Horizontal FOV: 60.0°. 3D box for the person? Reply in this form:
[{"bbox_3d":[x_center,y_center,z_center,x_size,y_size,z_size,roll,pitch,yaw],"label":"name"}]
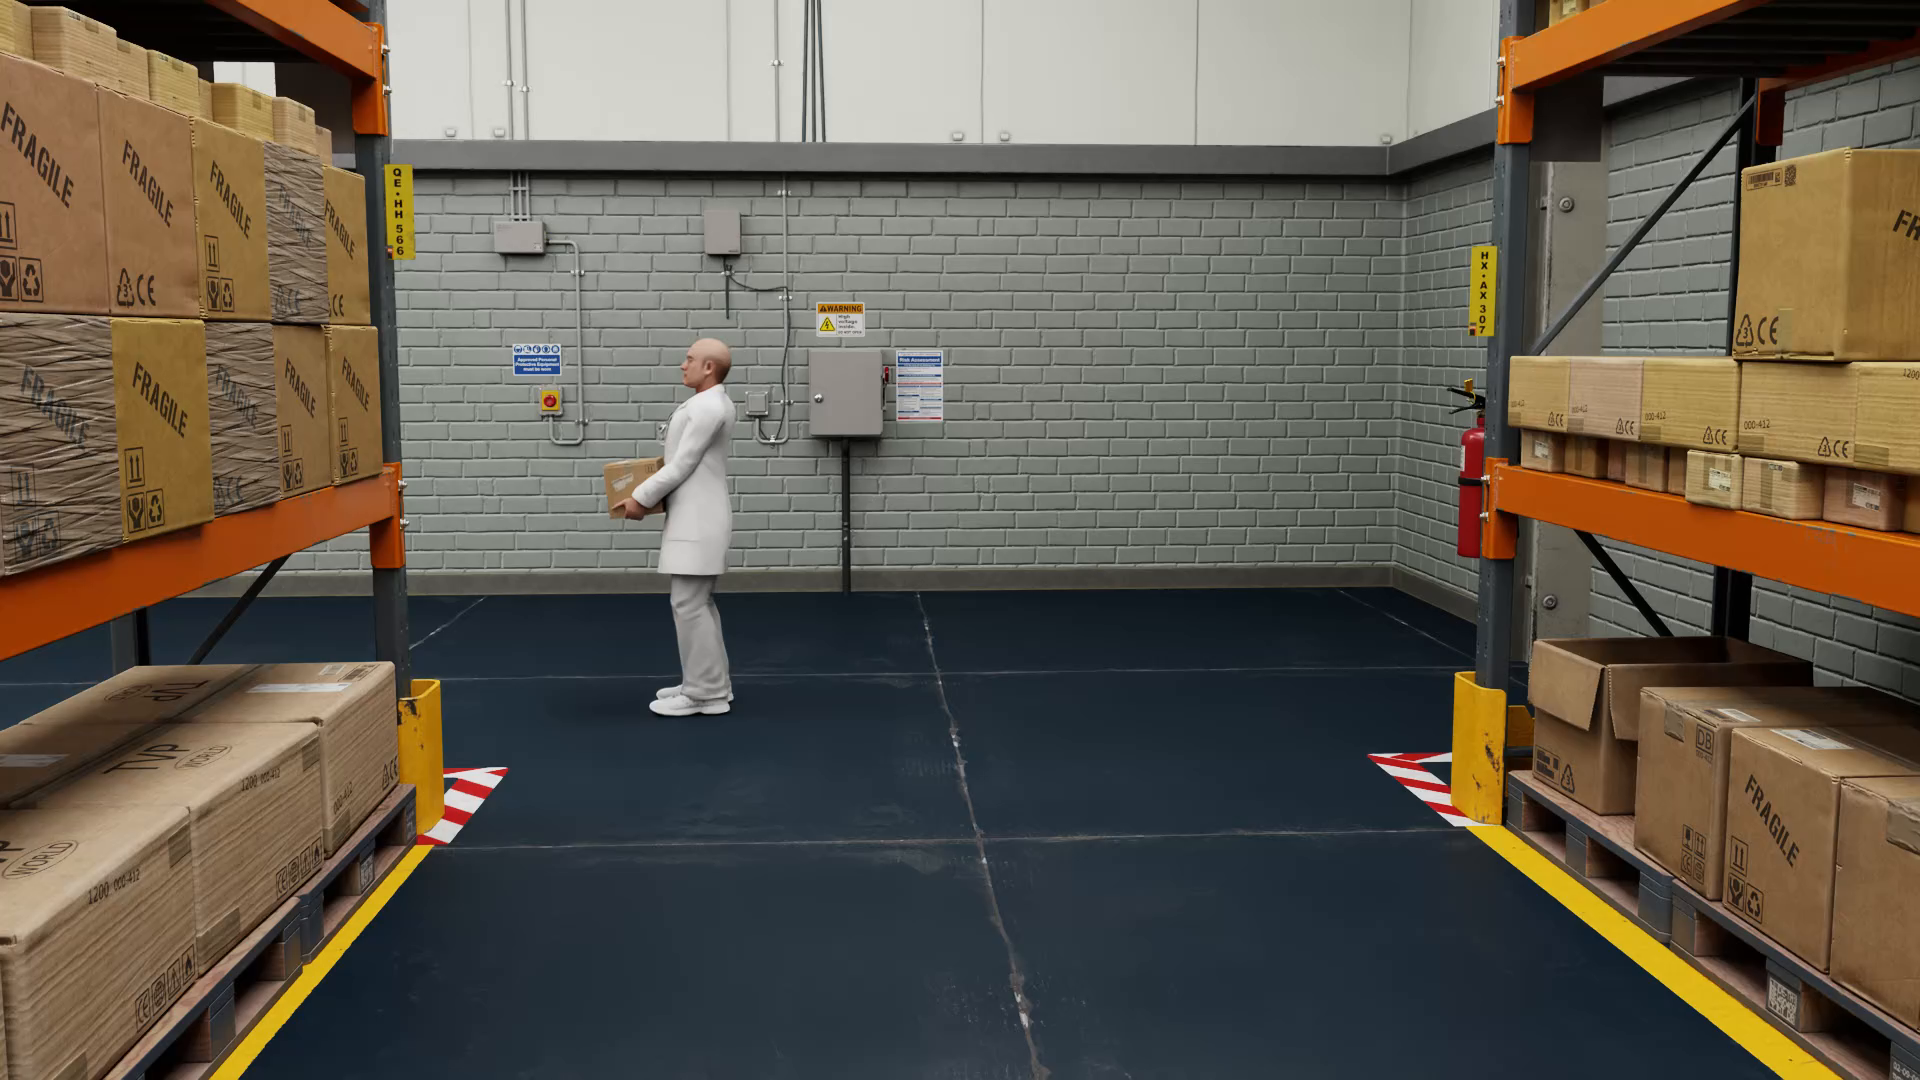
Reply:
[{"bbox_3d":[-1.349,-0.066,7.893,0.563,1.770,0.530,0,7,-3],"label":"person"}]
